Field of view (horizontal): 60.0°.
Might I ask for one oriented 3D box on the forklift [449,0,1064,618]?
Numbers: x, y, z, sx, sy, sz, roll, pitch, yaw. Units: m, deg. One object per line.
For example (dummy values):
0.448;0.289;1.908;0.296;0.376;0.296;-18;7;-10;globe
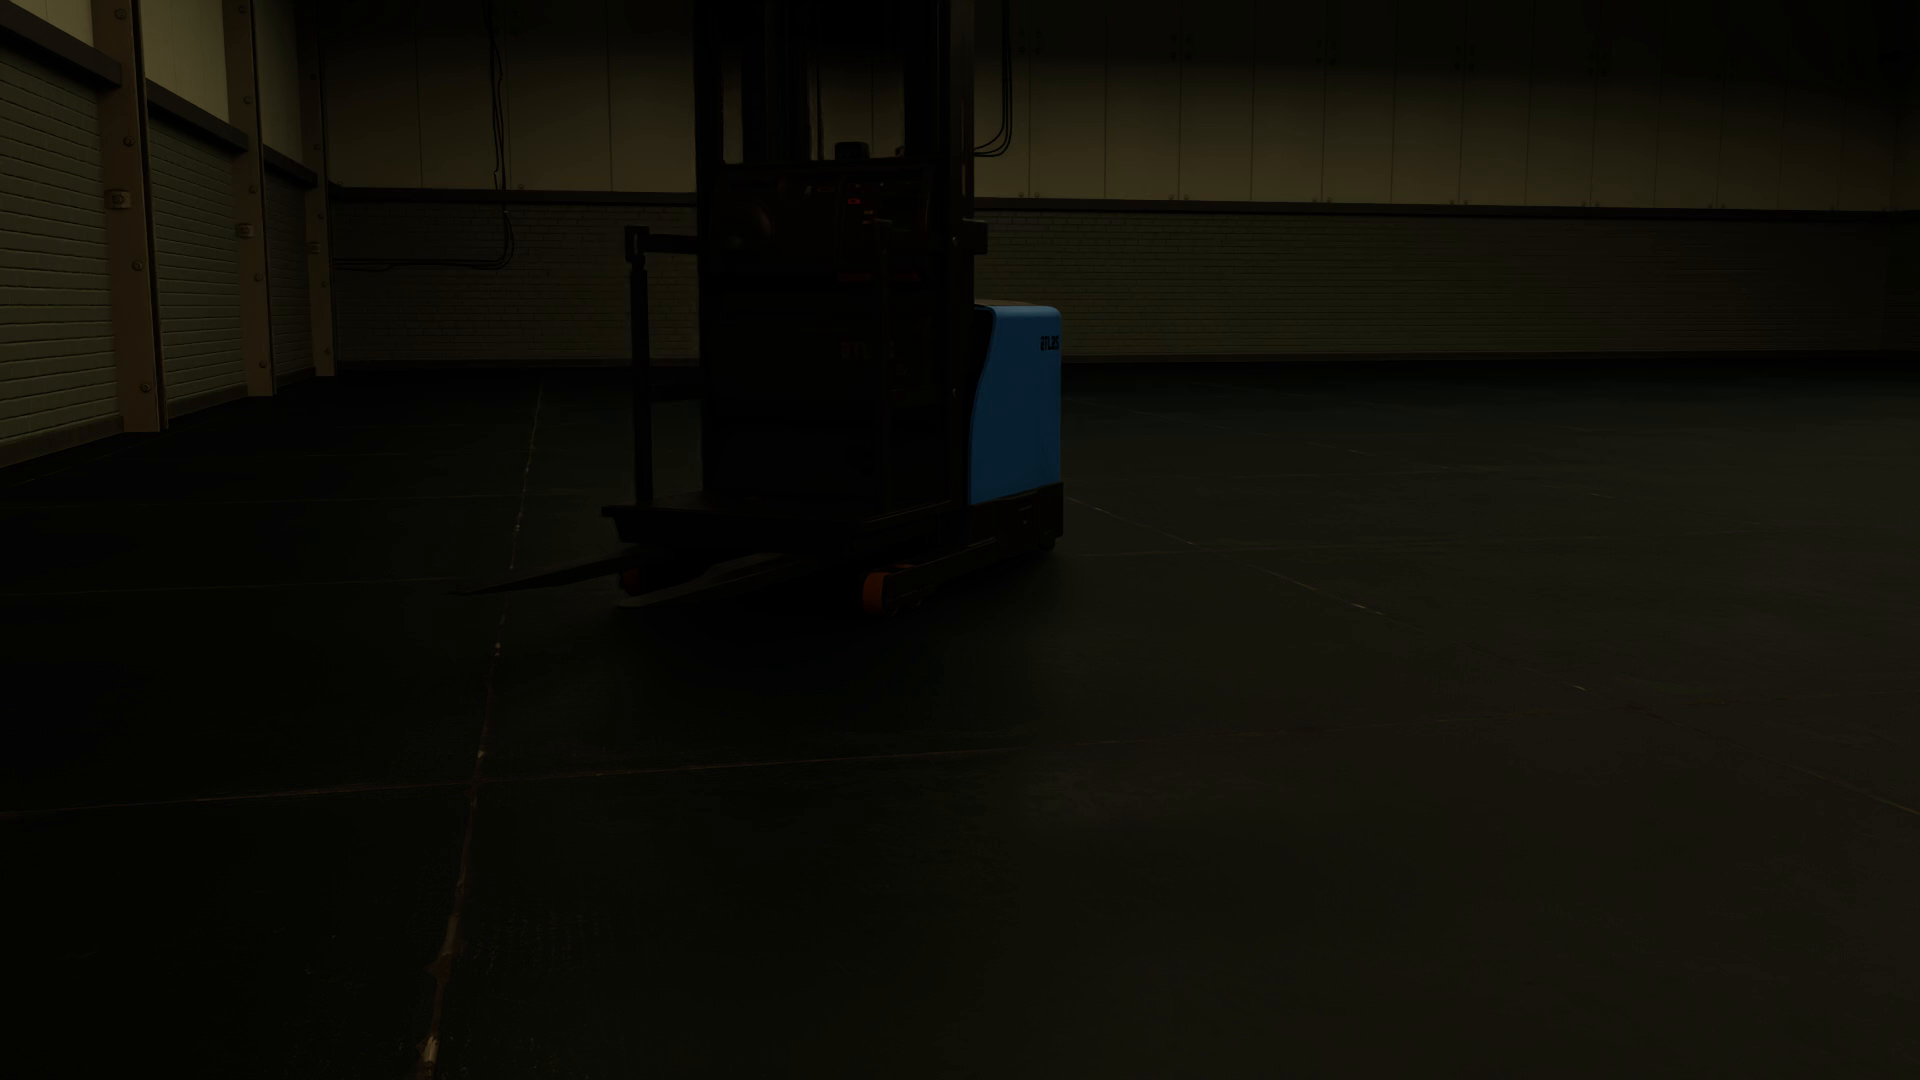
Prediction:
-0.610;-1.247;6.047;1.130;2.935;3.031;4;9;24;forklift
